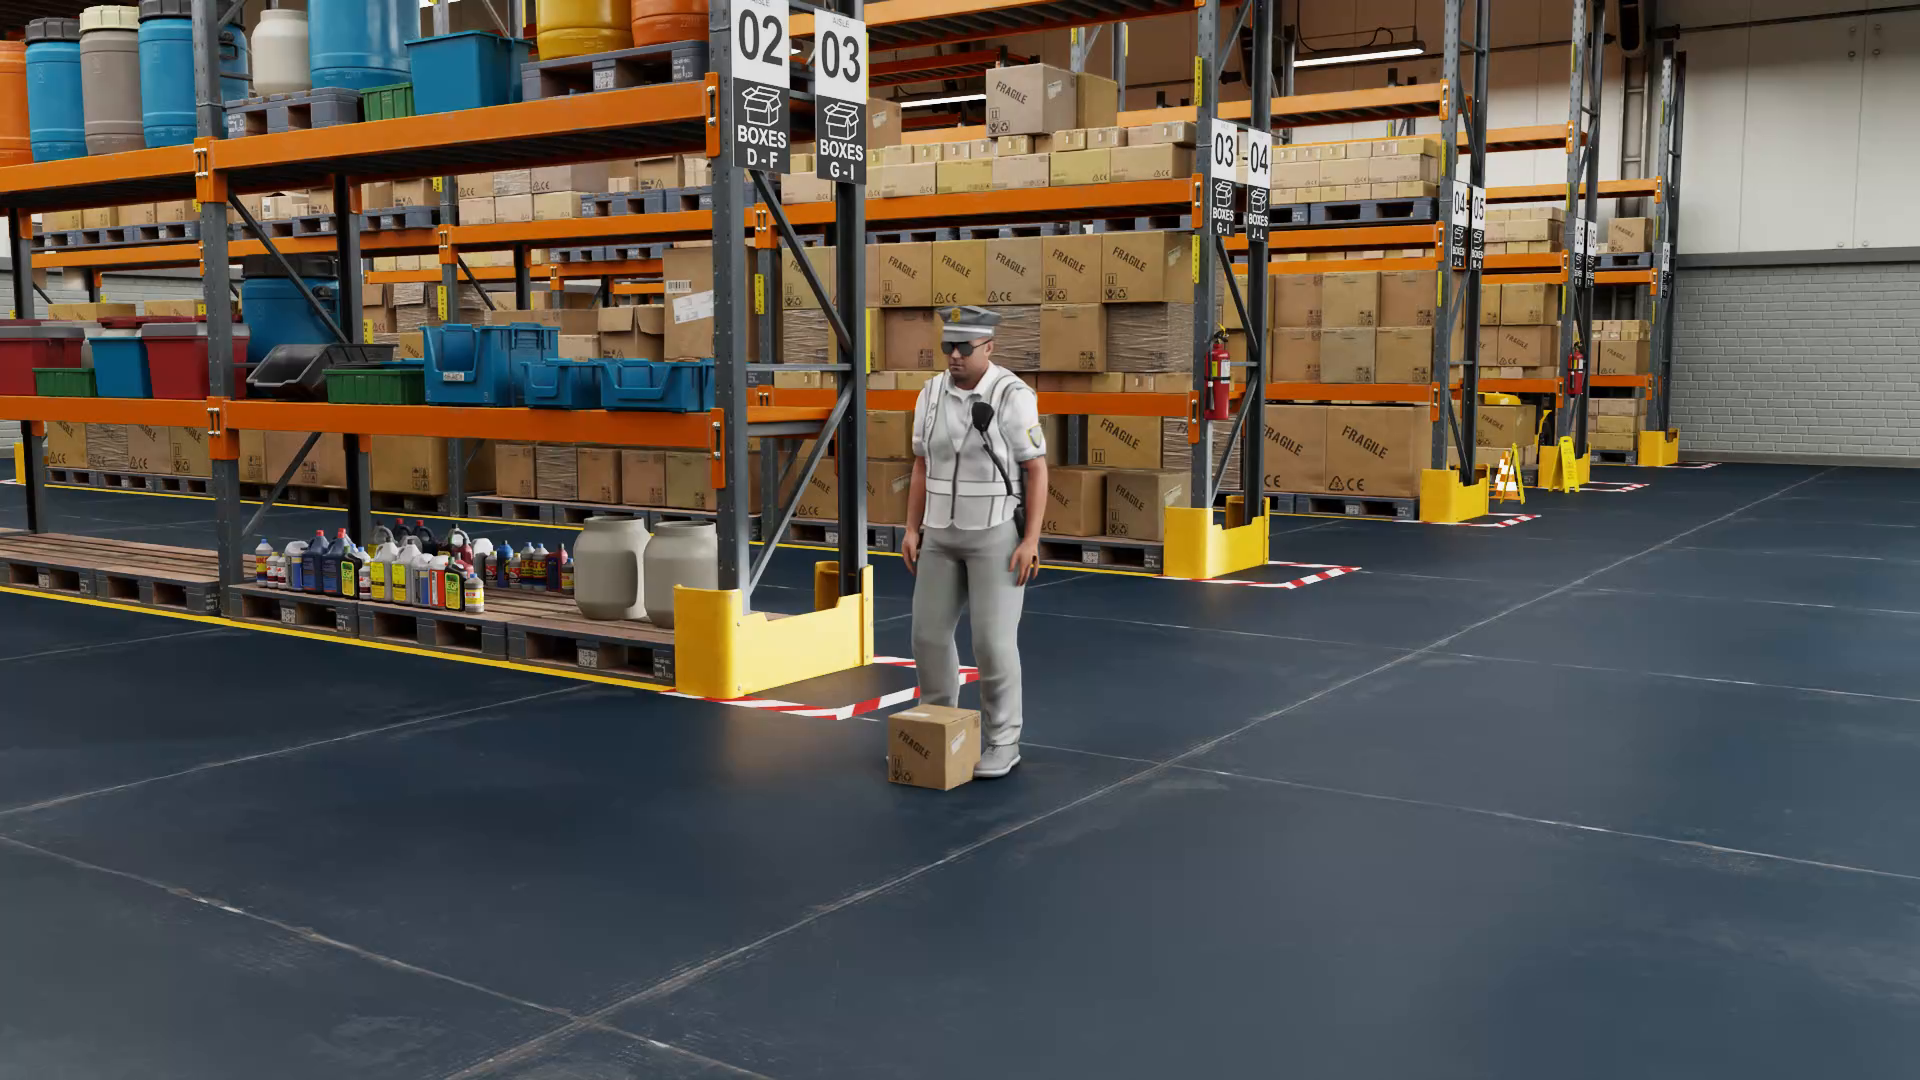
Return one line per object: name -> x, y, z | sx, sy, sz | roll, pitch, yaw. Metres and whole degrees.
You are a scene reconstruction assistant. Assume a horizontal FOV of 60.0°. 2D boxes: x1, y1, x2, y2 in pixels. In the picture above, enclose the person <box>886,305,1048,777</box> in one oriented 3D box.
person -> 0.052, -0.007, 6.308 | 0.591, 1.746, 0.437 | 4, 7, 31
